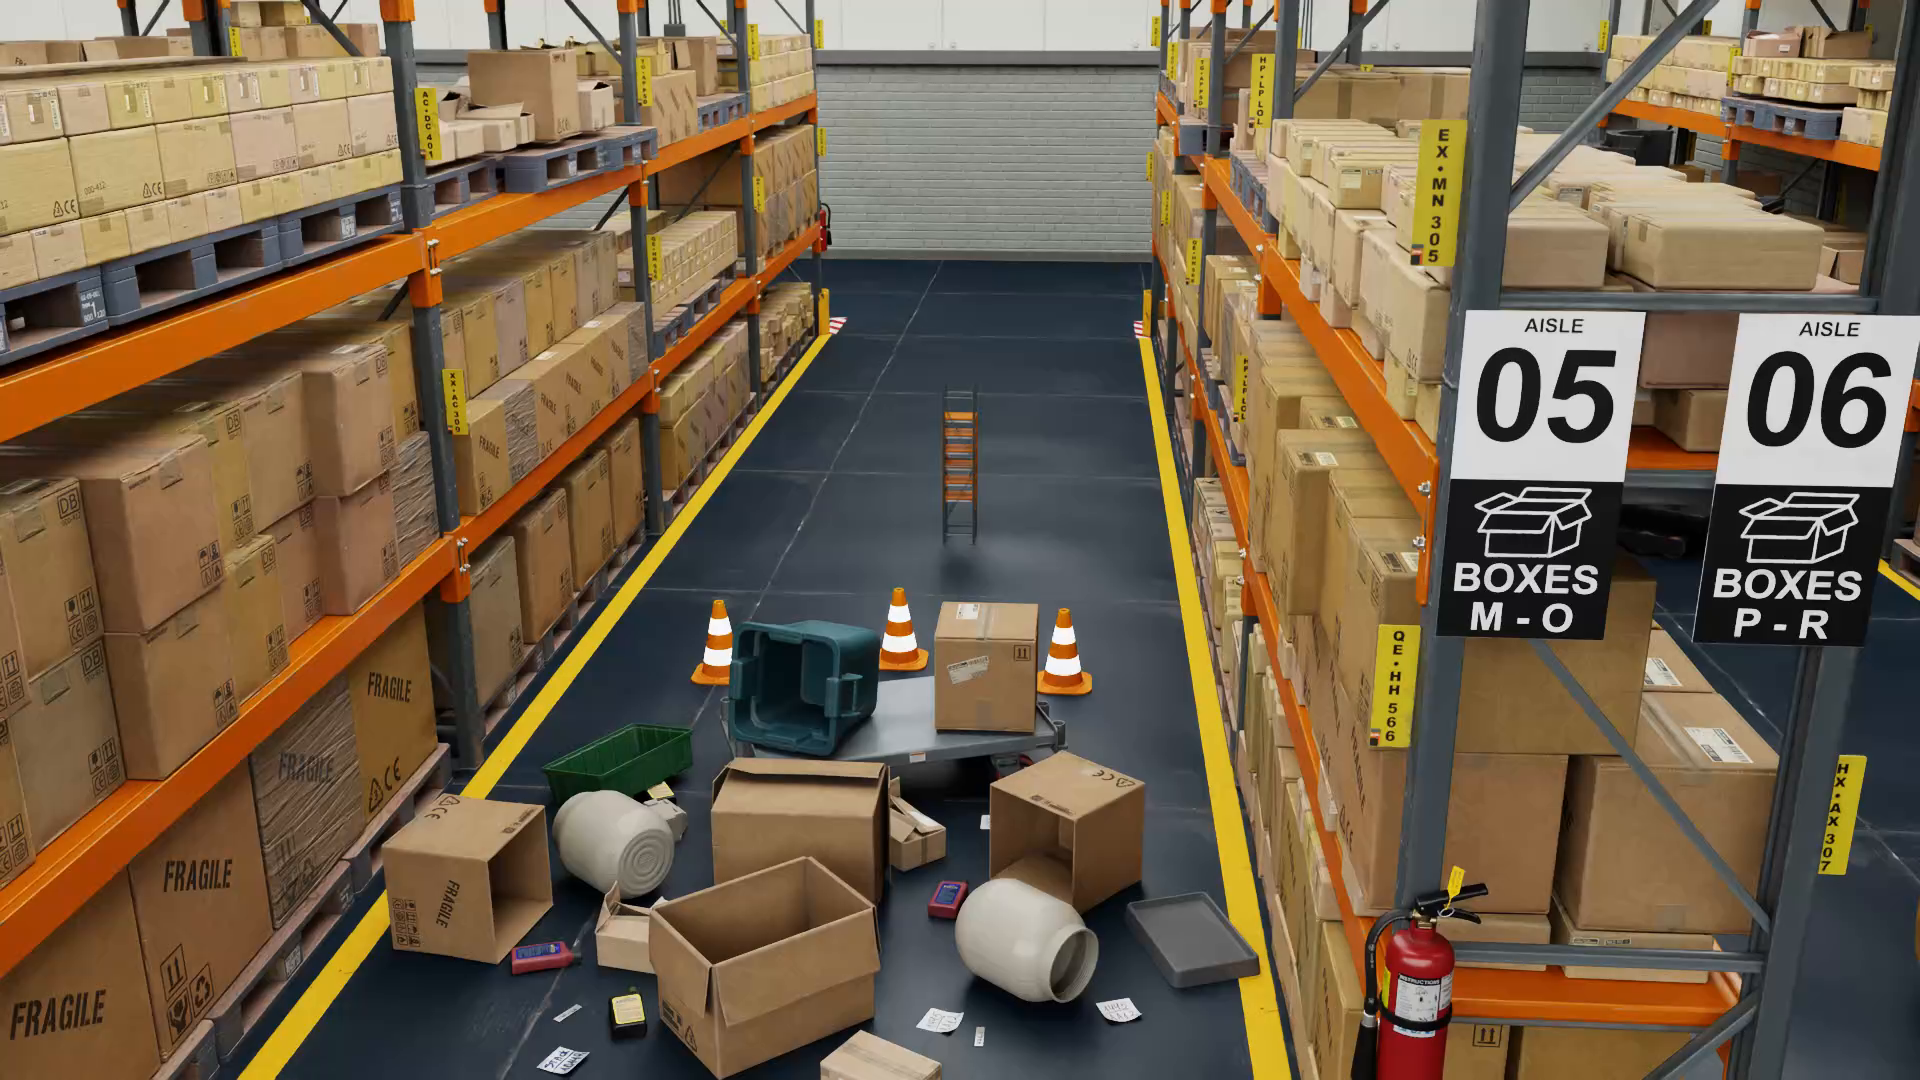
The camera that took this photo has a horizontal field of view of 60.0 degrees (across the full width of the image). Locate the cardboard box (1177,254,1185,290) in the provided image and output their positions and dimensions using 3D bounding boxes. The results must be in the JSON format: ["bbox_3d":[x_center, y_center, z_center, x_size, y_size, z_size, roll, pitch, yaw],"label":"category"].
[{"bbox_3d":[2.072,-2.204,13.770,0.500,0.250,0.500,1,18,2],"label":"cardboard box"}]

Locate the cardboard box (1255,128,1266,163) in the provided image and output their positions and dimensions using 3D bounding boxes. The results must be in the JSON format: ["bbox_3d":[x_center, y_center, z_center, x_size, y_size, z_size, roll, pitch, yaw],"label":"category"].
[{"bbox_3d":[1.894,-2.213,9.108,0.500,0.250,0.500,2,18,5],"label":"cardboard box"}]

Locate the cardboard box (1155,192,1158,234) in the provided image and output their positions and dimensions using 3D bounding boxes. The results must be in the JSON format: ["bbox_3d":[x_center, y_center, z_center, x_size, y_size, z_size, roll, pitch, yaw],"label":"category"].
[{"bbox_3d":[2.449,-3.633,18.533,0.500,0.500,0.500,1,18,3],"label":"cardboard box"}]

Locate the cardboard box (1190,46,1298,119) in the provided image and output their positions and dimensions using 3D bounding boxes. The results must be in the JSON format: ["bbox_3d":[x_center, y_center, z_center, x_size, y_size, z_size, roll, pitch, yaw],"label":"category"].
[{"bbox_3d":[2.086,-3.386,12.286,0.700,0.500,0.500,0,18,1],"label":"cardboard box"}]

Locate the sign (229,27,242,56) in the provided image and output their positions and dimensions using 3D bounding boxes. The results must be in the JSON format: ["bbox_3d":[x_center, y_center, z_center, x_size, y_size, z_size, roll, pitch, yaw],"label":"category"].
[{"bbox_3d":[-6.851,-4.677,15.725,0.100,0.325,0.005,1,18,4],"label":"sign"}]

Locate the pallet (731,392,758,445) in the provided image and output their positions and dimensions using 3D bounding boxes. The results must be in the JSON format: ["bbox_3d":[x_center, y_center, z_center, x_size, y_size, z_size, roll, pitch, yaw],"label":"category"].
[{"bbox_3d":[-2.508,-1.156,15.612,1.003,0.211,1.213,1,18,4],"label":"pallet"}]

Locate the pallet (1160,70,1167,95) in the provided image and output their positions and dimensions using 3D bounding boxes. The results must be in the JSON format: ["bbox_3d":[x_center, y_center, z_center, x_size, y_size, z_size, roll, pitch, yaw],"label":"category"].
[{"bbox_3d":[2.735,-5.039,18.308,1.003,0.211,1.213,1,18,4],"label":"pallet"}]

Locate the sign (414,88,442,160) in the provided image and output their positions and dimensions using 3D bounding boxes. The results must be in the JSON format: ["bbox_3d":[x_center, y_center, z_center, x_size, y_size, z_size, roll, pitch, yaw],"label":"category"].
[{"bbox_3d":[-2.473,-1.935,7.737,0.100,0.325,0.005,1,18,4],"label":"sign"}]

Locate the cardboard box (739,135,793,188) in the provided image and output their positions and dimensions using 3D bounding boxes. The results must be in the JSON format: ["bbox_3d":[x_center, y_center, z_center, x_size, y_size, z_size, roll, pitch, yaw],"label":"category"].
[{"bbox_3d":[-2.051,-3.998,17.563,0.500,0.500,0.500,1,18,2],"label":"cardboard box"}]

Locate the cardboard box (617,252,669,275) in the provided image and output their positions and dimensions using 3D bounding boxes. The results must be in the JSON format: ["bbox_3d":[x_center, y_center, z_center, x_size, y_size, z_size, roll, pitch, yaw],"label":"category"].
[{"bbox_3d":[-2.475,-2.142,12.917,0.380,0.149,0.250,1,18,4],"label":"cardboard box"}]

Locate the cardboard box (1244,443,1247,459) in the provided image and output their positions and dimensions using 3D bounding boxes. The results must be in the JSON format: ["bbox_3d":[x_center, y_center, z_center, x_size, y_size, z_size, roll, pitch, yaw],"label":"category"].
[{"bbox_3d":[1.716,-0.487,8.820,0.380,0.149,0.250,1,18,2],"label":"cardboard box"}]

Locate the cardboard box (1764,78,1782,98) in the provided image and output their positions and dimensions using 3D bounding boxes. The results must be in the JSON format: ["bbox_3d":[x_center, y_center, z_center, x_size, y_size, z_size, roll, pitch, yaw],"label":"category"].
[{"bbox_3d":[6.947,-3.766,13.851,0.380,0.149,0.250,2,18,5],"label":"cardboard box"}]

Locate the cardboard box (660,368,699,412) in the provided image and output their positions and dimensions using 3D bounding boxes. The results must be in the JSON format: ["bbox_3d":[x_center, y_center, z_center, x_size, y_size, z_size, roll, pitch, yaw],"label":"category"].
[{"bbox_3d":[-2.413,-1.215,13.449,0.500,0.250,0.500,1,18,3],"label":"cardboard box"}]

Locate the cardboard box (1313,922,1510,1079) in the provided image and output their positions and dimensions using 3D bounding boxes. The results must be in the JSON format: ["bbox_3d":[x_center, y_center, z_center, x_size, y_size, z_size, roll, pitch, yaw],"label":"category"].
[{"bbox_3d":[1.428,1.579,5.323,0.500,0.500,0.500,1,18,4],"label":"cardboard box"}]

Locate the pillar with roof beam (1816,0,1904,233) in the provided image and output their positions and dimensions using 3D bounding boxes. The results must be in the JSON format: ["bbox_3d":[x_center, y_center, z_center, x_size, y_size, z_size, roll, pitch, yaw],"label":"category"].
[{"bbox_3d":[4.097,-5.677,15.297,9.100,9.000,0.400,1,18,4],"label":"pillar with roof beam"}]

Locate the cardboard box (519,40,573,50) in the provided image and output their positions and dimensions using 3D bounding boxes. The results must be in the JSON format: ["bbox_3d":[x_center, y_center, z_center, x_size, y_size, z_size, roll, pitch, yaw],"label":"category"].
[{"bbox_3d":[-2.970,-3.449,11.923,0.396,0.266,0.258,1,18,4],"label":"cardboard box"}]

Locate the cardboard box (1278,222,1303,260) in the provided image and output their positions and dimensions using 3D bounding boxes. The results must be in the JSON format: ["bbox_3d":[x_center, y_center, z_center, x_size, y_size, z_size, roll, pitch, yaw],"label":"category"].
[{"bbox_3d":[1.574,-1.294,7.140,0.380,0.149,0.250,1,18,4],"label":"cardboard box"}]

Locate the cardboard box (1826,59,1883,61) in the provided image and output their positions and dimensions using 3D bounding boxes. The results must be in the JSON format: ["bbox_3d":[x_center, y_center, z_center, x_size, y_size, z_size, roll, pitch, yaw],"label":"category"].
[{"bbox_3d":[7.532,-3.975,14.009,0.380,0.149,0.250,1,18,3],"label":"cardboard box"}]

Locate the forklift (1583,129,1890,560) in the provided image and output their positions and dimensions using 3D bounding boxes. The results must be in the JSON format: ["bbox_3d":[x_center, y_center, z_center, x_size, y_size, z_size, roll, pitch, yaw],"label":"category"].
[{"bbox_3d":[5.229,-1.436,12.099,3.031,2.935,1.130,14,23,36],"label":"forklift"}]

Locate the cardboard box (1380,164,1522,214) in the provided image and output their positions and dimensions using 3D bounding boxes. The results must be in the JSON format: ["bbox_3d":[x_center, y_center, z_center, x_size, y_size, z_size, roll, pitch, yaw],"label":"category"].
[{"bbox_3d":[1.557,-1.106,5.288,0.380,0.149,0.250,1,18,2],"label":"cardboard box"}]

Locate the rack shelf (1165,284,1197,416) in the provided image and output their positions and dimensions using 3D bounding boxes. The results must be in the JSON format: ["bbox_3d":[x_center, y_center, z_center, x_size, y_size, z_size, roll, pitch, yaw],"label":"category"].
[{"bbox_3d":[2.348,-1.681,13.890,1.077,0.370,4.000,1,18,4],"label":"rack shelf"}]

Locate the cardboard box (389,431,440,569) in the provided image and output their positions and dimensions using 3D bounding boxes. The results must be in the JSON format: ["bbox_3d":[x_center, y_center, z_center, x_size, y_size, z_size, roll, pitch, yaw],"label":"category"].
[{"bbox_3d":[-3.041,-0.195,7.959,0.875,0.550,0.550,1,18,4],"label":"cardboard box"}]

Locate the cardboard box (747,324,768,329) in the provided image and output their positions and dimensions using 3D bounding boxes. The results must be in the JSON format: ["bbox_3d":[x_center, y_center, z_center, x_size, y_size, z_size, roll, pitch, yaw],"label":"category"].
[{"bbox_3d":[-2.174,-2.117,17.014,0.380,0.149,0.250,1,18,3],"label":"cardboard box"}]

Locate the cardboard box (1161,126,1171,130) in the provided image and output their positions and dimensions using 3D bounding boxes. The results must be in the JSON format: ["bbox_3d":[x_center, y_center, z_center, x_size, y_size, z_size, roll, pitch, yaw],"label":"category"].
[{"bbox_3d":[2.476,-4.613,18.876,0.380,0.149,0.250,2,18,5],"label":"cardboard box"}]

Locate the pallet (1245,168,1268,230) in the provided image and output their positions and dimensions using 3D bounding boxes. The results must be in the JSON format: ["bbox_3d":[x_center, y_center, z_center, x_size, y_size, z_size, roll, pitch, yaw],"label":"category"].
[{"bbox_3d":[2.068,-1.685,8.231,1.213,0.211,1.003,1,18,4],"label":"pallet"}]

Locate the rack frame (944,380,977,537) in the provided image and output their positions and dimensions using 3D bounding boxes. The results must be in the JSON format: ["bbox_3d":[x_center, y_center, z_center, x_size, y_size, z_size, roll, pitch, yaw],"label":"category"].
[{"bbox_3d":[0.006,-0.594,12.309,0.240,1.200,0.006,1,18,4],"label":"rack frame"}]

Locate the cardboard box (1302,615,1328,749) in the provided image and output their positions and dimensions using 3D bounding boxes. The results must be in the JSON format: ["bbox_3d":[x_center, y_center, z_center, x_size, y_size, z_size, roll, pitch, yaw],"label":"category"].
[{"bbox_3d":[1.475,0.409,5.720,0.500,0.500,0.500,1,18,4],"label":"cardboard box"}]

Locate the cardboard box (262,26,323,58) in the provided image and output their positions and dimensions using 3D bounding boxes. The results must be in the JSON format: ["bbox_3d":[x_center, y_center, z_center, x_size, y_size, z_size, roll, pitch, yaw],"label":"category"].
[{"bbox_3d":[-7.175,-5.155,17.527,0.700,0.500,0.500,2,18,6],"label":"cardboard box"}]

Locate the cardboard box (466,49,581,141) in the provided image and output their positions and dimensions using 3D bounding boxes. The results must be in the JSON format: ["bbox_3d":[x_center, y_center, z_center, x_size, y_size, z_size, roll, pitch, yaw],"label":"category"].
[{"bbox_3d":[-2.585,-2.654,9.894,0.500,0.500,0.500,1,18,4],"label":"cardboard box"}]

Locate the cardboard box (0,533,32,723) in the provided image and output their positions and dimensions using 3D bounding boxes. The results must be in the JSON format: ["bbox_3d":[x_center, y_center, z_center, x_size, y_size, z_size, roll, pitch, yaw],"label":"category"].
[{"bbox_3d":[-3.248,0.305,4.699,0.875,0.550,0.550,1,18,4],"label":"cardboard box"}]

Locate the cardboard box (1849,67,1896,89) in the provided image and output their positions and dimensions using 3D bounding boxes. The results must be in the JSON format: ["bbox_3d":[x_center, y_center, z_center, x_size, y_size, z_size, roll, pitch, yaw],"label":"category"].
[{"bbox_3d":[6.978,-3.493,12.572,0.380,0.149,0.250,1,18,4],"label":"cardboard box"}]

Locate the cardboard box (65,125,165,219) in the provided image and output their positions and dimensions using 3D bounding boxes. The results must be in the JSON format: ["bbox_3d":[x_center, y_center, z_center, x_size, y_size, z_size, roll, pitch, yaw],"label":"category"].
[{"bbox_3d":[-2.952,-1.197,5.370,0.500,0.250,0.500,1,18,3],"label":"cardboard box"}]

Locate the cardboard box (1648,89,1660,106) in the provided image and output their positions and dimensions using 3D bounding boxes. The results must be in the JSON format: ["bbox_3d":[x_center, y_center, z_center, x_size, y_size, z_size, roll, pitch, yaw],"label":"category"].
[{"bbox_3d":[7.268,-4.515,16.970,0.380,0.149,0.250,1,18,4],"label":"cardboard box"}]

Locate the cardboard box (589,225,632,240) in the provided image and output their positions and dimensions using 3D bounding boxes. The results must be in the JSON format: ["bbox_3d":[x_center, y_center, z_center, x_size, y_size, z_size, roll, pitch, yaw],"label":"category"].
[{"bbox_3d":[-3.013,-2.650,14.468,0.380,0.149,0.250,1,18,3],"label":"cardboard box"}]

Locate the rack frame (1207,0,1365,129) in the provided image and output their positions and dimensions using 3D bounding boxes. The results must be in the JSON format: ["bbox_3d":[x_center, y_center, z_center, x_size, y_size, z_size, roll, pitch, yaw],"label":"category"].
[{"bbox_3d":[2.204,-4.252,10.949,1.000,3.000,0.127,1,18,4],"label":"rack frame"}]

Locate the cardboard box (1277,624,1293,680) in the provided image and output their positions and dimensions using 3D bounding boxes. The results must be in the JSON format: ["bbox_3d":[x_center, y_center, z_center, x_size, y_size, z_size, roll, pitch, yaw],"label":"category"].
[{"bbox_3d":[1.474,0.448,6.642,0.380,0.149,0.250,1,18,4],"label":"cardboard box"}]

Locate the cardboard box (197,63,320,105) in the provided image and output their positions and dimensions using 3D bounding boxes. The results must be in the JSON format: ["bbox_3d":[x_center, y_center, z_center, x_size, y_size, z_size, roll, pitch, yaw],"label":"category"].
[{"bbox_3d":[-2.790,-1.816,6.617,0.380,0.149,0.250,2,18,5],"label":"cardboard box"}]

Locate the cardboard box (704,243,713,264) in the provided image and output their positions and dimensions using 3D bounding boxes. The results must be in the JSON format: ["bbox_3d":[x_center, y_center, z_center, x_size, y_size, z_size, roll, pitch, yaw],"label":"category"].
[{"bbox_3d":[-2.359,-2.492,14.462,0.380,0.149,0.250,0,18,1],"label":"cardboard box"}]

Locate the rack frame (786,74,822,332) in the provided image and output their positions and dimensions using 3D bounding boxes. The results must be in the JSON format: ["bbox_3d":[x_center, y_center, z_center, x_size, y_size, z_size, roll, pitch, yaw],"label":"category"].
[{"bbox_3d":[-2.167,-3.965,19.707,1.000,3.000,0.127,1,18,4],"label":"rack frame"}]

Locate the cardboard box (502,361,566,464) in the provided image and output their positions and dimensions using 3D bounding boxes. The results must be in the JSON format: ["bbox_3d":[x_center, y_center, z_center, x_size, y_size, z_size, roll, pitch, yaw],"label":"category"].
[{"bbox_3d":[-2.647,-0.755,9.750,0.500,0.500,0.500,1,18,4],"label":"cardboard box"}]

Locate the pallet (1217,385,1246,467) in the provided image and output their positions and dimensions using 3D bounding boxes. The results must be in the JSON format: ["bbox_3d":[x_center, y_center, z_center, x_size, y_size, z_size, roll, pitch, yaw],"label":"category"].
[{"bbox_3d":[2.103,-0.695,10.034,1.003,0.211,1.213,1,18,4],"label":"pallet"}]

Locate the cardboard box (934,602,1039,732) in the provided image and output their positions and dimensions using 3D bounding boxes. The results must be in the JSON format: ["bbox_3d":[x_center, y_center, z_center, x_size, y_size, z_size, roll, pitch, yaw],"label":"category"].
[{"bbox_3d":[0.140,0.638,8.456,0.500,0.500,0.500,1,18,4],"label":"cardboard box"}]

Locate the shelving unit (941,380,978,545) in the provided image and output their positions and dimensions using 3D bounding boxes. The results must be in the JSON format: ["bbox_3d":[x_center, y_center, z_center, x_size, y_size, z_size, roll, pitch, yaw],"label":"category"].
[{"bbox_3d":[-0.001,-0.566,12.222,0.258,1.200,0.189,1,18,4],"label":"shelving unit"}]

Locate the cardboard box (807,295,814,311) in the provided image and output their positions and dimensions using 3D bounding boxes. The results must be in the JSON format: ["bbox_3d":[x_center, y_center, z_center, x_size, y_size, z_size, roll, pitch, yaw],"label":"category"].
[{"bbox_3d":[-1.920,-2.781,19.519,0.380,0.149,0.250,1,18,2],"label":"cardboard box"}]

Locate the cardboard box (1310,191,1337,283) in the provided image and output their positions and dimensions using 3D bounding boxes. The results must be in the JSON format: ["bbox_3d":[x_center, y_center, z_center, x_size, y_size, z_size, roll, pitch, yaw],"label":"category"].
[{"bbox_3d":[1.502,-1.052,5.761,0.500,0.250,0.500,1,18,4],"label":"cardboard box"}]

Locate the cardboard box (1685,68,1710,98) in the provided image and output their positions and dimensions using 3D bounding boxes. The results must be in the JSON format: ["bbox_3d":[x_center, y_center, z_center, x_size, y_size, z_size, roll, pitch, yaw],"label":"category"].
[{"bbox_3d":[7.254,-4.347,15.817,0.500,0.250,0.500,1,18,2],"label":"cardboard box"}]

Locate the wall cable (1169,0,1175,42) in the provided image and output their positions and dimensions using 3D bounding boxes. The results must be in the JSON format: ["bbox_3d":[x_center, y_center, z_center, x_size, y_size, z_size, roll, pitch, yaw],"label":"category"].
[{"bbox_3d":[2.905,-8.510,23.942,0.463,3.000,0.029,1,18,4],"label":"wall cable"}]

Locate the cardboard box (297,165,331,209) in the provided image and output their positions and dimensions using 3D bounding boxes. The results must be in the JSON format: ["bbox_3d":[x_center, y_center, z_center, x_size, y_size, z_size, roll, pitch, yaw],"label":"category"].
[{"bbox_3d":[-2.787,-1.433,6.731,0.380,0.149,0.250,1,18,4],"label":"cardboard box"}]

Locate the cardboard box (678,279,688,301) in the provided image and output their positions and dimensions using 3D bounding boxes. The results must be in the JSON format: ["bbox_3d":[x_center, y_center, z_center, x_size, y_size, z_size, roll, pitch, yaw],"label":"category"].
[{"bbox_3d":[-2.434,-2.029,13.527,0.380,0.149,0.250,2,18,6],"label":"cardboard box"}]

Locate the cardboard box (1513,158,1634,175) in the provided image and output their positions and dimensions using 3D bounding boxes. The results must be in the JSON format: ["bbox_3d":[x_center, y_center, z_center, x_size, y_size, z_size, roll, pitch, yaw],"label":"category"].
[{"bbox_3d":[2.000,-1.180,5.511,0.380,0.149,0.250,2,18,5],"label":"cardboard box"}]

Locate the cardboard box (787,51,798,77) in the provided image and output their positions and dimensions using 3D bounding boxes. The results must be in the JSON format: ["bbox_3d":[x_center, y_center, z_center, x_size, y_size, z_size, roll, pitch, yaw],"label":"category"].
[{"bbox_3d":[-2.021,-5.090,17.761,0.500,0.250,0.500,2,18,5],"label":"cardboard box"}]

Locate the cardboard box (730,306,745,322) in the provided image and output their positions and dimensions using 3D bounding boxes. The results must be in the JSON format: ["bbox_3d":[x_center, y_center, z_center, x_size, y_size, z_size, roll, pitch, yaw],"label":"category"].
[{"bbox_3d":[-2.540,-2.448,18.026,0.380,0.149,0.250,1,18,4],"label":"cardboard box"}]

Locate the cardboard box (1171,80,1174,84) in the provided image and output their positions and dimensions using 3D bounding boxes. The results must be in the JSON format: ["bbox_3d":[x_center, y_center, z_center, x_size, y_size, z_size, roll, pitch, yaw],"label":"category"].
[{"bbox_3d":[2.237,-4.484,16.043,0.380,0.149,0.250,2,18,5],"label":"cardboard box"}]

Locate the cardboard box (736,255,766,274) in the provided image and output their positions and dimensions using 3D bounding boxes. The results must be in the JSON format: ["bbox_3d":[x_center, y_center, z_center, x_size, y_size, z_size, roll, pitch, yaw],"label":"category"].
[{"bbox_3d":[-2.107,-2.684,16.201,0.380,0.149,0.250,2,18,6],"label":"cardboard box"}]

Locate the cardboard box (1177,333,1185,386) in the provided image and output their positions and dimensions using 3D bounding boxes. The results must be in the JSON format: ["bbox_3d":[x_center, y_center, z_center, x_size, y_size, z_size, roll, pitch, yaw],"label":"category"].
[{"bbox_3d":[2.643,-1.818,16.595,0.875,0.438,0.875,1,18,3],"label":"cardboard box"}]

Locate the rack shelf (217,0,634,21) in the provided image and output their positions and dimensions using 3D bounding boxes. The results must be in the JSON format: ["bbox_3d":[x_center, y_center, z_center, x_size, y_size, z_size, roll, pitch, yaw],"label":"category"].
[{"bbox_3d":[-2.884,-3.178,9.469,1.077,0.370,4.000,1,18,4],"label":"rack shelf"}]
